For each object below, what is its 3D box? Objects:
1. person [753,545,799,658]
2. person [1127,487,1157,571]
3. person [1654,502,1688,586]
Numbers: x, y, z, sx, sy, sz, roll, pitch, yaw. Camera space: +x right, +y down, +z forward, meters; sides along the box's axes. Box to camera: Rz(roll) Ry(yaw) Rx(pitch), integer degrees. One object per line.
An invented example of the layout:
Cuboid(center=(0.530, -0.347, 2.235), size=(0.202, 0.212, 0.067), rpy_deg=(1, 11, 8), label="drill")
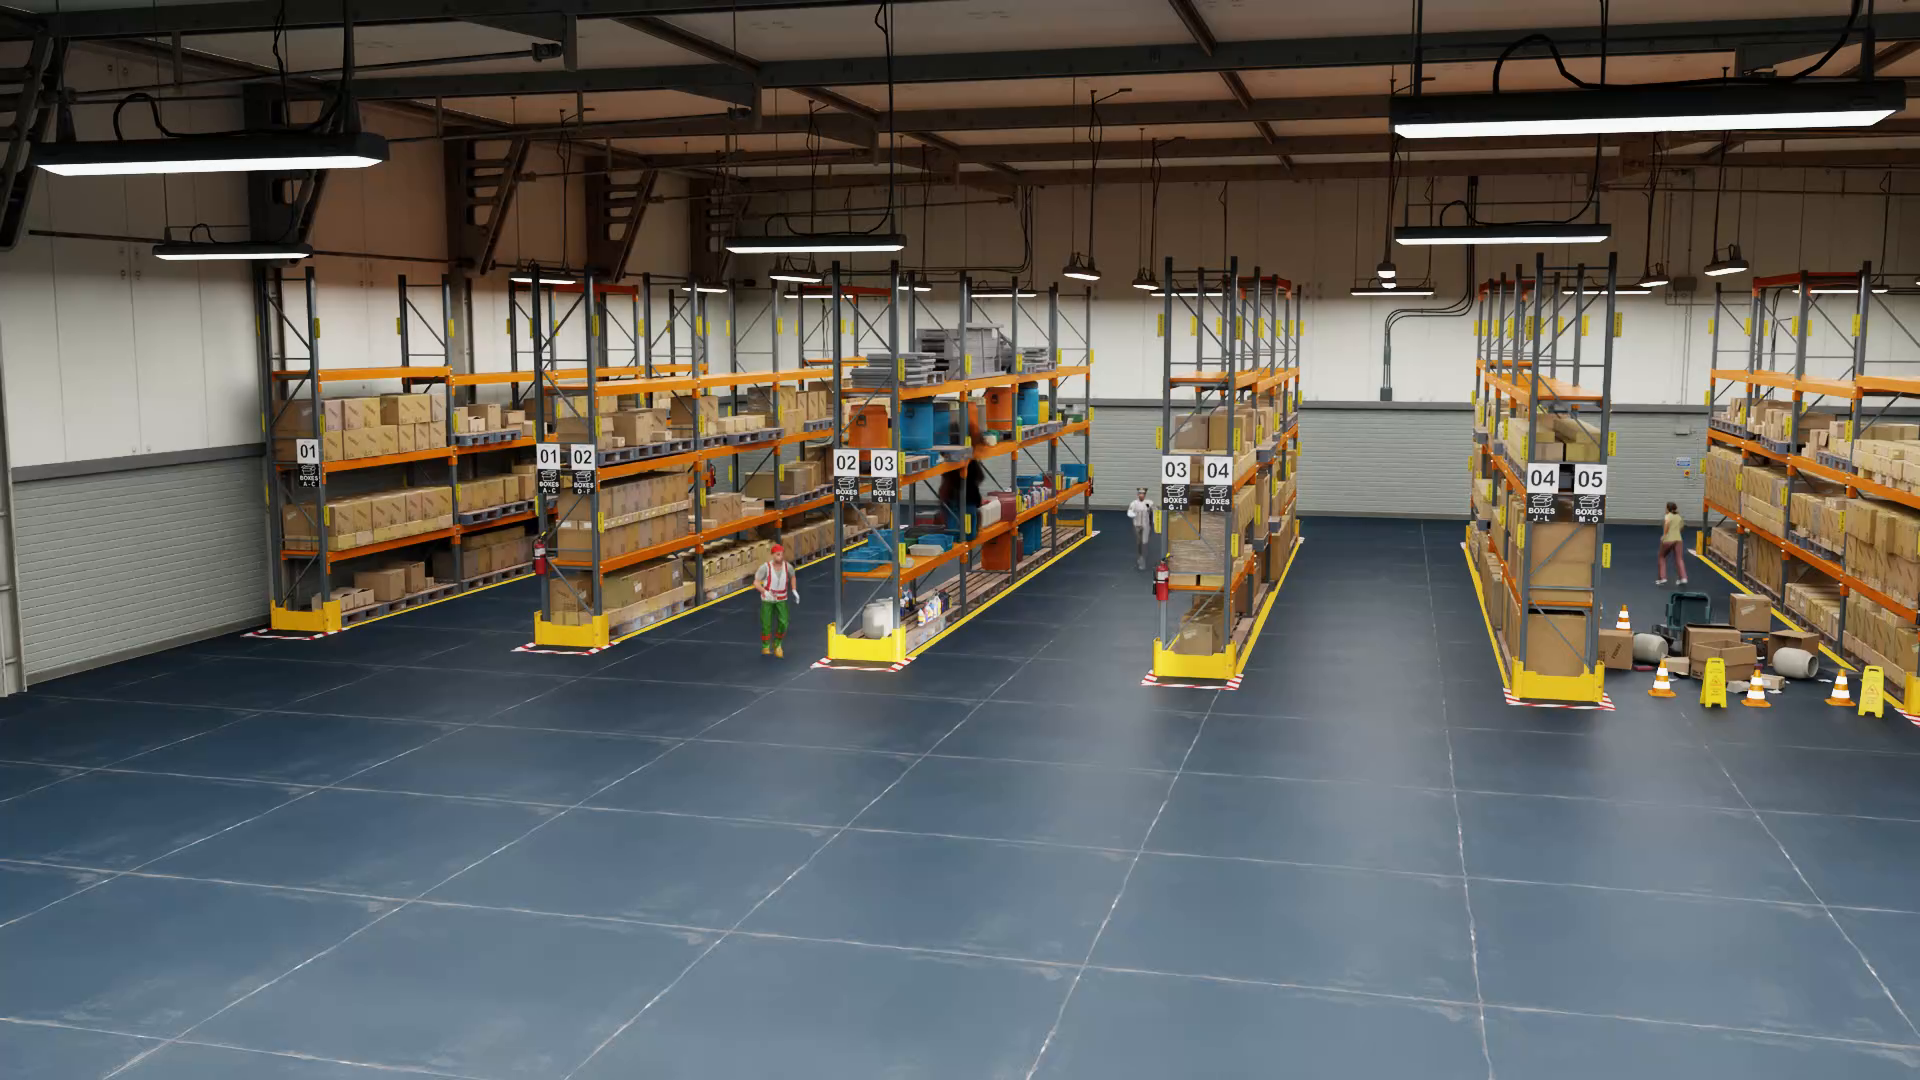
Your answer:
Cuboid(center=(-2.785, 0.924, 25.237), size=(0.730, 1.746, 0.713), rpy_deg=(-2, 8, -16), label="person")
Cuboid(center=(3.816, -0.261, 34.865), size=(0.586, 1.739, 0.838), rpy_deg=(2, 7, 14), label="person")
Cuboid(center=(13.880, 0.094, 32.339), size=(0.572, 1.638, 0.941), rpy_deg=(-1, 7, -4), label="person")
